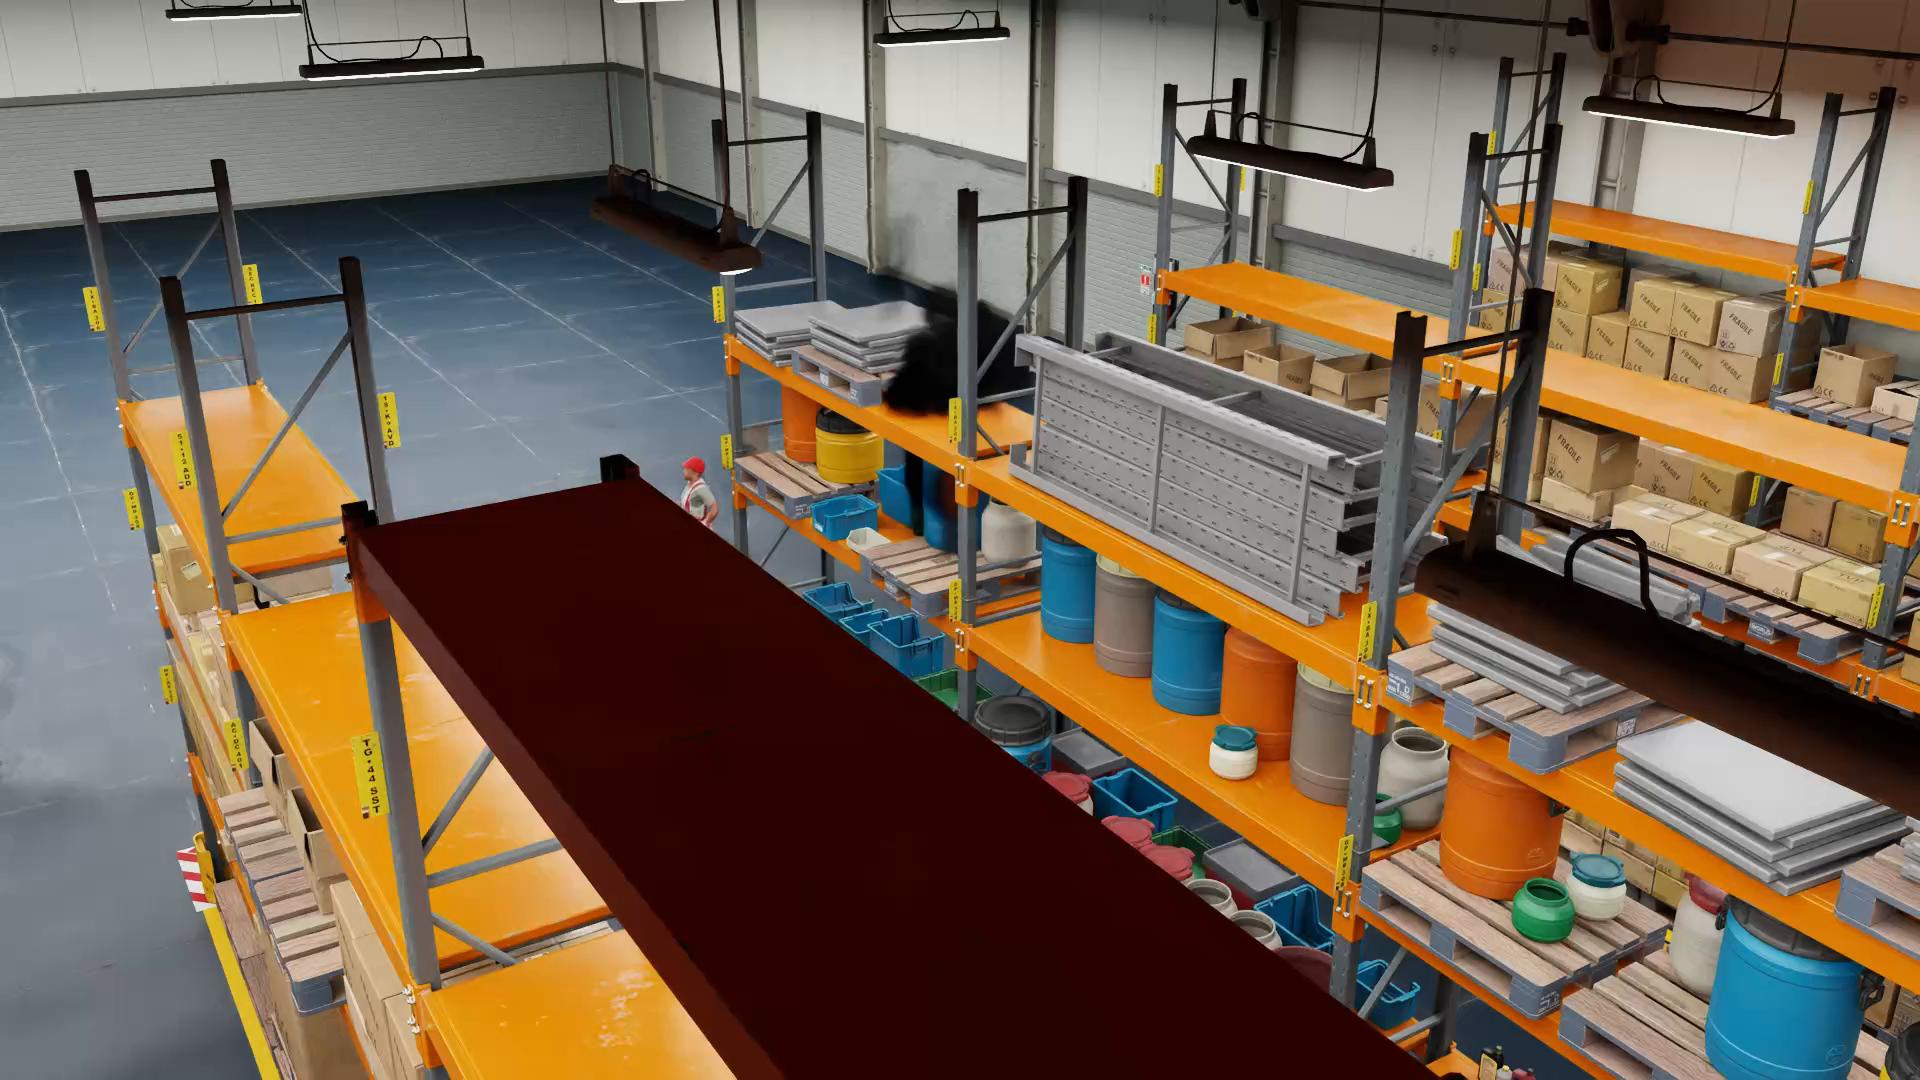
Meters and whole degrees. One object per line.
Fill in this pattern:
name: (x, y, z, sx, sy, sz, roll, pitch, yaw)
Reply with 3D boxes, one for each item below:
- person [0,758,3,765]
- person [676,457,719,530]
person: (-9.157, 1.525, 15.288, 0.540, 1.739, 0.662, 3, 22, 7)
person: (-3.020, -0.122, 19.313, 0.959, 1.774, 0.653, -5, 22, -11)
